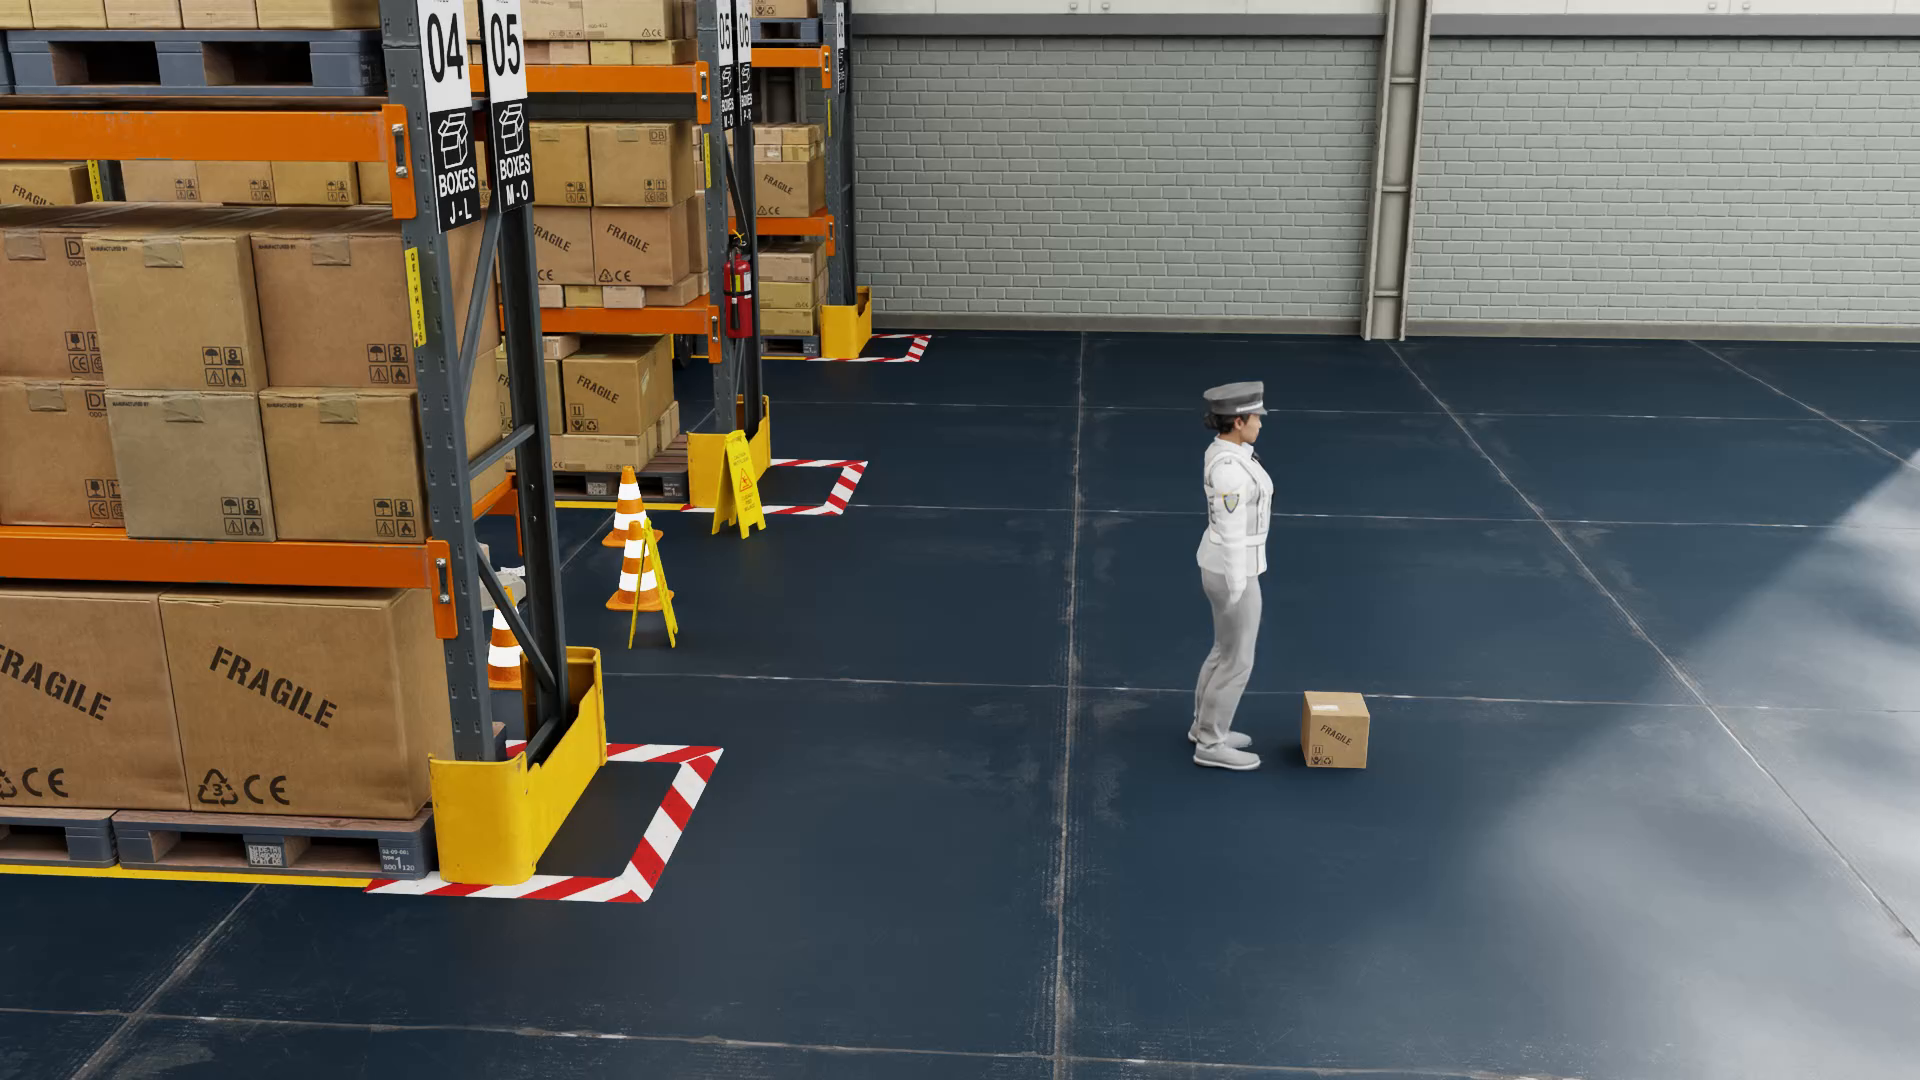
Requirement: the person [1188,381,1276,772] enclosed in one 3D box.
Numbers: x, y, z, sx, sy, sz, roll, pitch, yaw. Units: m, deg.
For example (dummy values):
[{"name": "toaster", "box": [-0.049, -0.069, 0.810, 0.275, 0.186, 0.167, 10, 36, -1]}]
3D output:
[{"name": "person", "box": [1.170, 0.151, 7.097, 0.329, 1.680, 0.467, 2, 18, 5]}]
